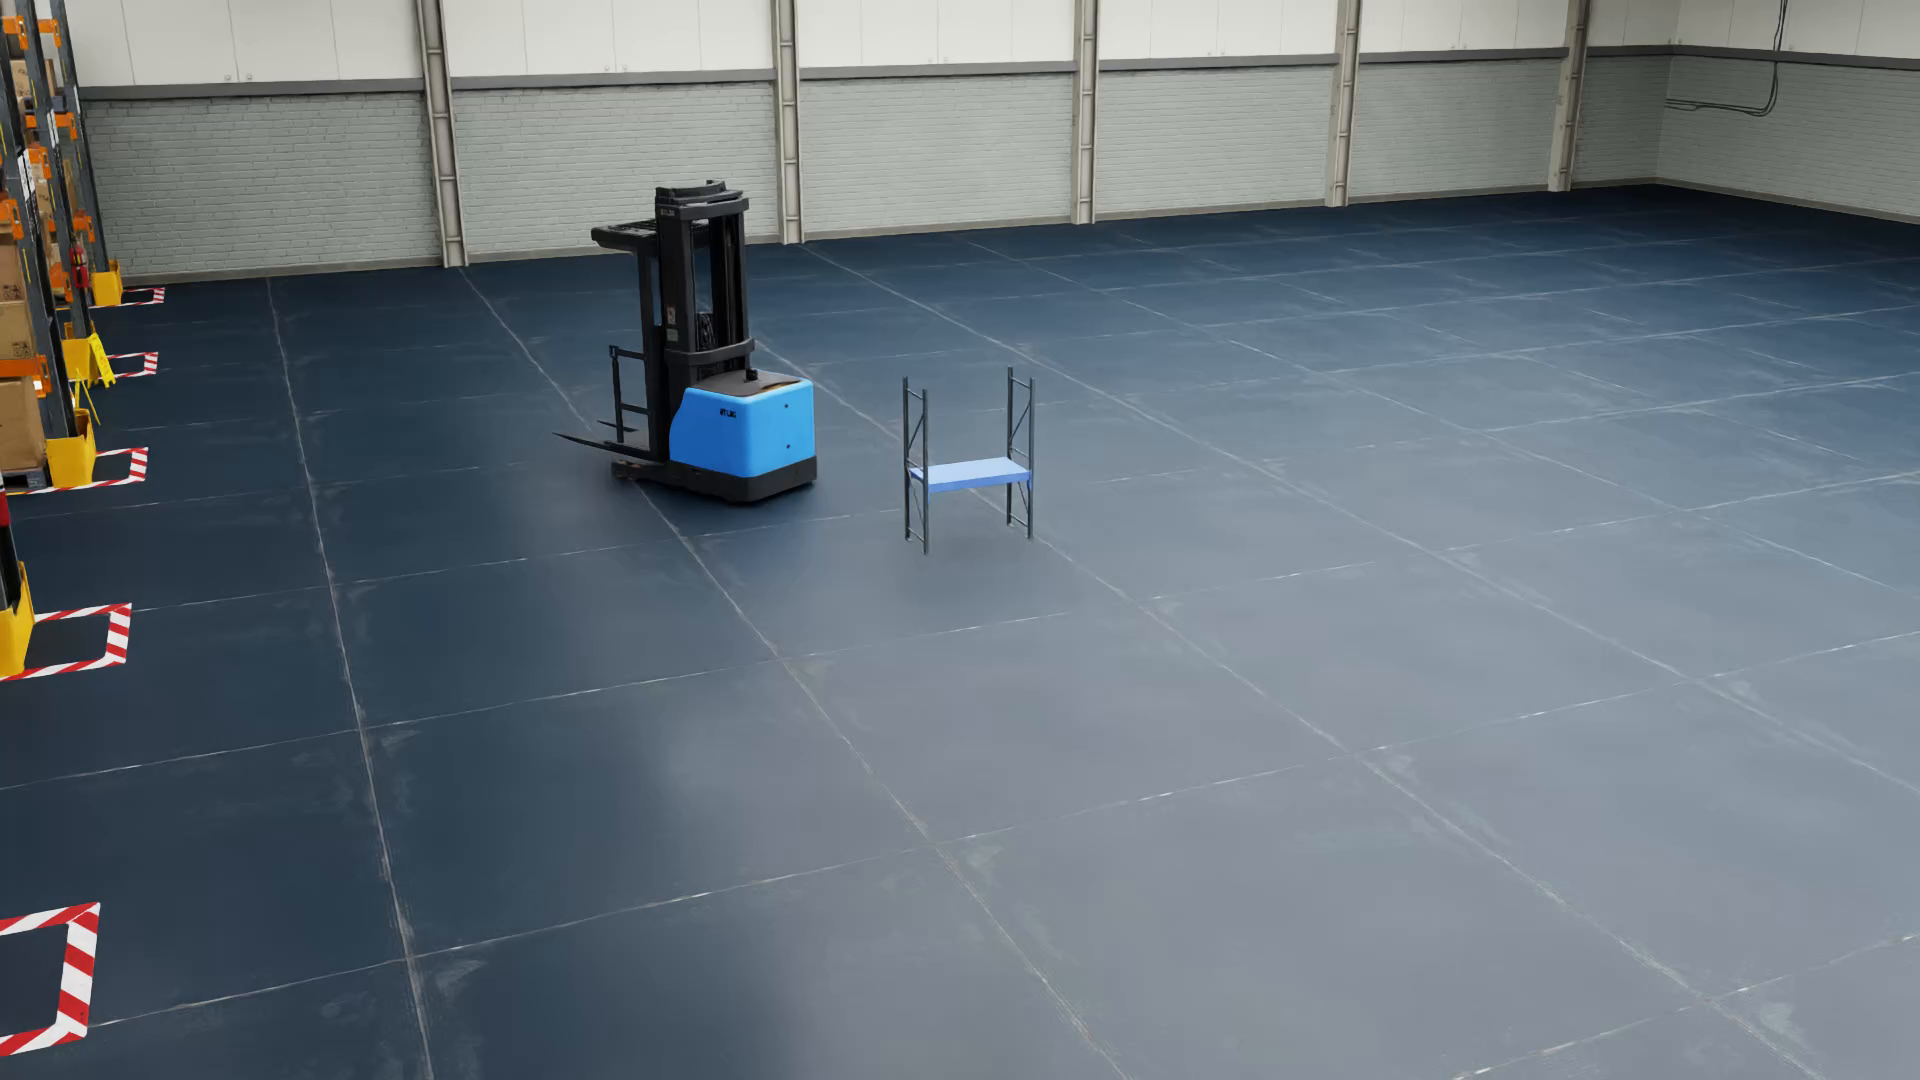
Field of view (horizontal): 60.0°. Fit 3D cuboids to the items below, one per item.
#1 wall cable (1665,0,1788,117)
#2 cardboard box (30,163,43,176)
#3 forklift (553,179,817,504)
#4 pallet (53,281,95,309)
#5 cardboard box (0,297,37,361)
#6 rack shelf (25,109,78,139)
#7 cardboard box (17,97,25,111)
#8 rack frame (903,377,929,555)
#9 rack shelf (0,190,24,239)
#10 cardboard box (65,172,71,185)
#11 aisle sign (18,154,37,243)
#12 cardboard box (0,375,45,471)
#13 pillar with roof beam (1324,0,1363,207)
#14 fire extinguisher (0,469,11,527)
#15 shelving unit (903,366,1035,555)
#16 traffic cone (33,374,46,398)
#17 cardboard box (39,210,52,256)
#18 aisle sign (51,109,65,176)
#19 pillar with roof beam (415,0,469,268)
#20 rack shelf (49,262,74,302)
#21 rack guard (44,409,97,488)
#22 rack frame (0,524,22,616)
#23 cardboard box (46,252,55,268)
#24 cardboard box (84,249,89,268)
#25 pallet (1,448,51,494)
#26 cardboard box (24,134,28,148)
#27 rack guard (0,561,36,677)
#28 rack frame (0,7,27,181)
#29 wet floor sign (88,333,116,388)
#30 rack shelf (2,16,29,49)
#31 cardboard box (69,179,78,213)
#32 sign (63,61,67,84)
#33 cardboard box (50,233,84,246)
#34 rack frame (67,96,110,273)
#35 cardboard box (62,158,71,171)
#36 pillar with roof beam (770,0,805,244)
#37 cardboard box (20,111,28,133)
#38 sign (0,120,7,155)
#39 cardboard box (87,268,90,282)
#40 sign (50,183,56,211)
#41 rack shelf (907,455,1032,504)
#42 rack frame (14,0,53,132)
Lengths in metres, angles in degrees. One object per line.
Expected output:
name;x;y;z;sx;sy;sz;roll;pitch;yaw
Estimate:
wall cable;16.661;-10.607;36.305;0.112;2.526;3.097;-8;21;-22
cardboard box;-13.578;-5.468;24.492;0.250;0.149;0.380;-8;21;-22
forklift;-2.910;-2.104;16.616;3.031;2.935;1.130;14;24;34
pallet;-13.804;-3.699;25.242;1.213;0.211;1.003;-8;21;-22
cardboard box;-9.418;-2.126;16.351;0.550;0.550;0.875;-8;21;-22
rack shelf;-14.955;-5.940;23.975;4.000;0.370;1.077;-8;21;-22
cardboard box;-11.556;-5.302;20.258;0.250;0.149;0.380;-8;21;-22
rack frame;-0.388;-0.652;14.648;0.032;1.500;0.500;-8;21;-22
rack shelf;-10.932;-2.930;15.428;4.000;0.370;1.077;-8;21;-22
cardboard box;-13.325;-5.349;24.604;0.250;0.149;0.380;-8;21;-21
aisle sign;-8.911;-3.262;15.889;0.004;0.787;0.394;-8;21;-22
cardboard box;-9.692;-1.205;16.527;0.875;0.875;0.875;-8;21;-22
pillar with roof beam;9.628;-9.985;29.863;0.400;9.000;9.100;-8;21;-22
fire extinguisher;-6.936;-0.430;11.877;0.183;0.674;0.296;-8;21;-22
shelving unit;0.078;-0.719;14.838;1.048;1.500;0.538;-8;21;-22
traffic cone;-11.032;-1.968;19.947;0.334;0.463;0.336;-8;21;-22
cardboard box;-11.693;-3.824;20.801;0.500;0.500;0.500;-8;21;-23
aisle sign;-11.214;-4.943;20.663;0.004;0.787;0.394;-8;21;-22
pillar with roof beam;-6.900;-7.617;23.138;0.400;9.000;9.100;-8;21;-22
rack shelf;-12.985;-3.012;20.176;4.000;0.370;1.077;-8;21;-22
rack guard;-9.073;-0.942;16.978;0.348;0.500;1.175;-8;21;-22
rack frame;-7.223;-0.592;12.220;0.127;3.000;1.000;-8;21;-22
cardboard box;-11.543;-3.514;20.897;0.250;0.149;0.380;-8;21;-22
cardboard box;-13.632;-4.266;25.409;0.500;0.250;0.500;-8;21;-21
pallet;-9.798;-0.674;16.651;1.213;0.211;1.003;-8;21;-22
cardboard box;-11.365;-4.778;19.971;0.250;0.149;0.380;-8;21;-22
rack guard;-7.293;0.597;12.607;0.348;0.500;1.175;-8;21;-22
rack frame;-9.095;-4.948;15.558;0.127;3.000;1.000;-8;21;-22
wet floor sign;-10.550;-2.202;20.339;0.232;0.644;0.267;-1;19;-3
rack shelf;-12.985;-5.840;19.180;4.000;0.370;1.077;-8;21;-22
cardboard box;-13.683;-5.194;25.140;0.500;0.500;0.500;-7;21;-20
sign;-12.916;-6.755;23.994;0.005;0.325;0.100;-8;21;-22
cardboard box;-13.634;-4.495;25.306;0.500;0.250;0.500;-8;21;-23
rack frame;-13.118;-5.127;25.101;0.127;3.000;1.000;-8;21;-22
cardboard box;-13.511;-5.642;24.987;0.250;0.149;0.380;-9;21;-23
pillar with roof beam;-1.391;-8.406;25.380;0.400;9.000;9.100;-8;21;-22
cardboard box;-11.716;-5.114;20.324;0.500;0.250;0.500;-9;21;-23
sign;-8.893;-3.746;15.447;0.005;0.325;0.100;-8;21;-22
cardboard box;-13.647;-4.024;25.474;0.500;0.250;0.500;-8;21;-22
sign;-10.947;-4.138;20.070;0.005;0.325;0.100;-8;21;-22
rack shelf;0.078;-0.549;14.898;1.000;0.185;0.538;-8;21;-22
rack frame;-11.149;-6.444;19.807;0.127;3.000;1.000;-8;21;-22
